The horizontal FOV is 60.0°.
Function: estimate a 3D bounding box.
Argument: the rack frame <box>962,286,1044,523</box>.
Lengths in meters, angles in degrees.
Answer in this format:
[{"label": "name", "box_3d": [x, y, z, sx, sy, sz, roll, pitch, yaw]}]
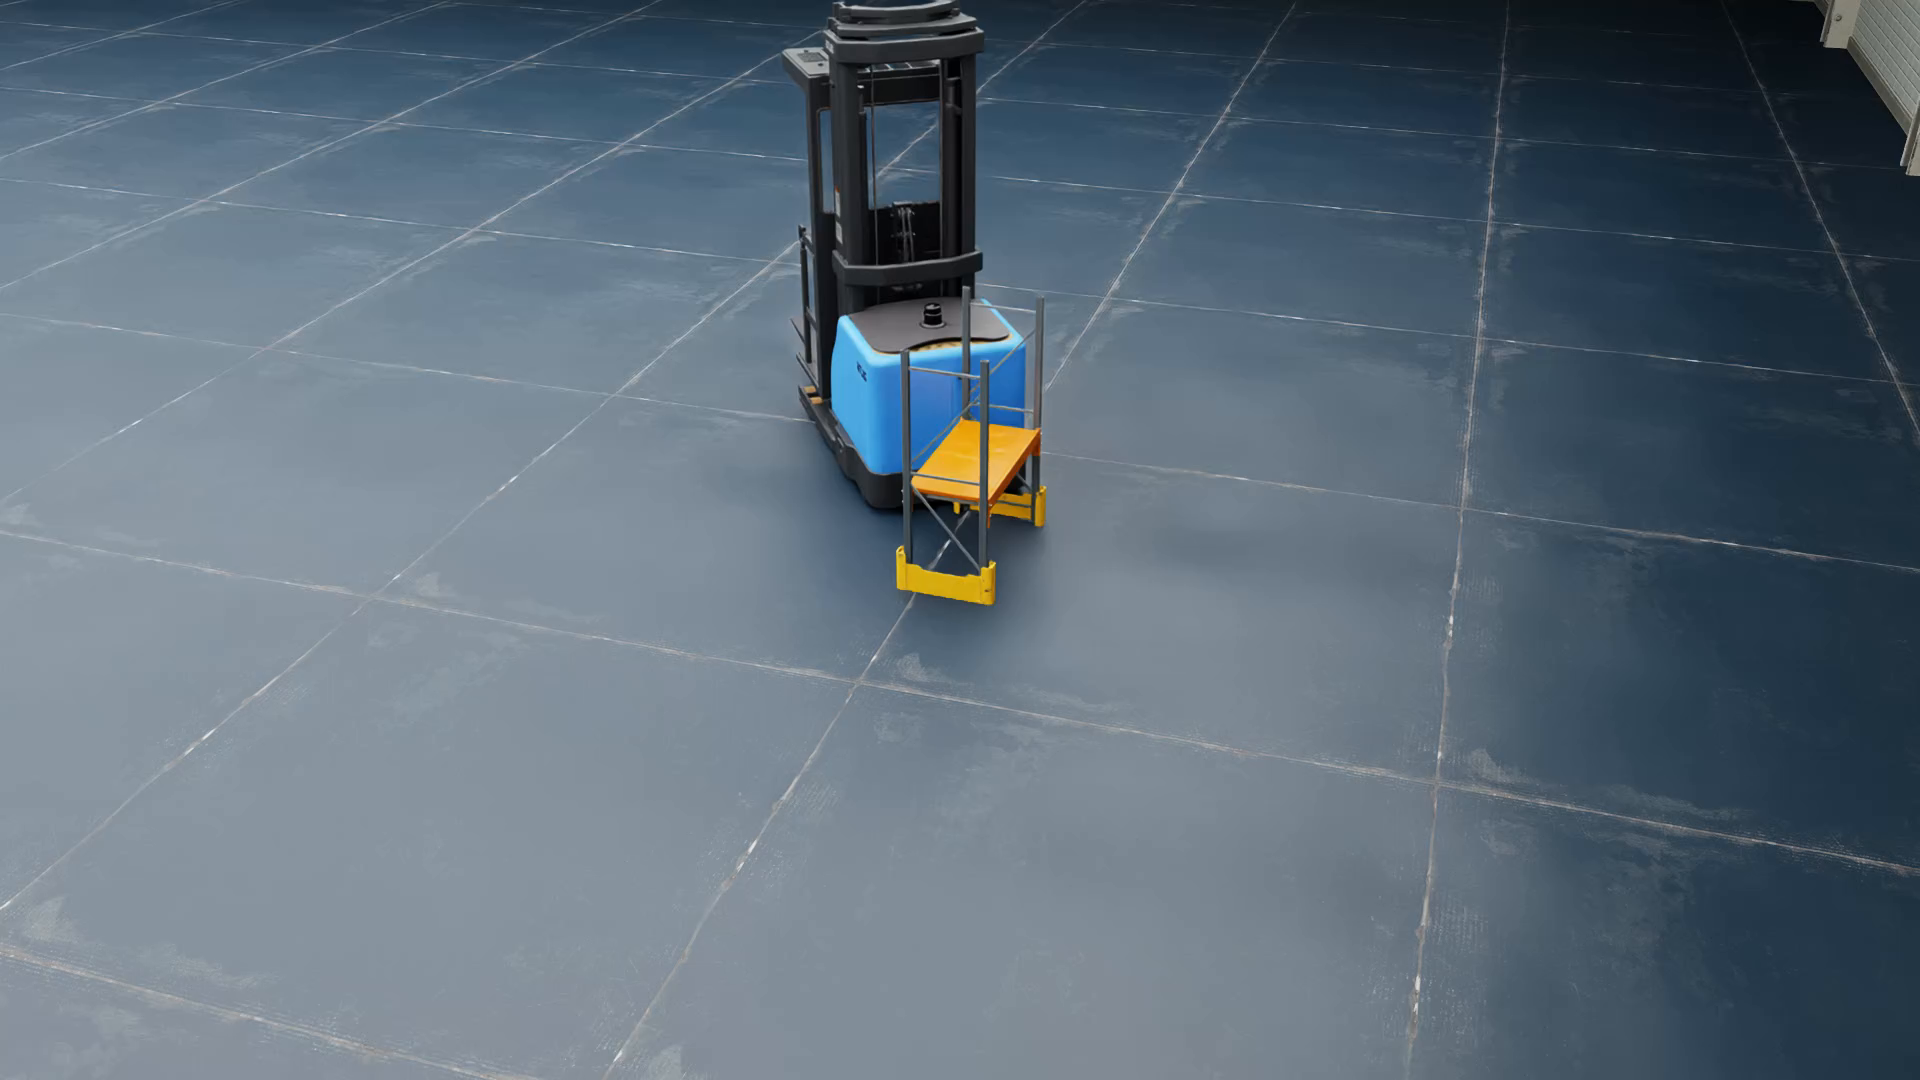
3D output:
[{"label": "rack frame", "box_3d": [0.253, -0.805, 10.154, 0.500, 1.500, 0.032, 10, 31, 17]}]

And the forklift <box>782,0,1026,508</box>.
[{"label": "forklift", "box_3d": [-0.518, -2.181, 11.156, 1.130, 2.935, 3.031, -9, 30, -16]}]

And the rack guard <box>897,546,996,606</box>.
[{"label": "rack guard", "box_3d": [-0.082, 0.207, 9.621, 0.587, 0.250, 0.087, 10, 31, 17]}]

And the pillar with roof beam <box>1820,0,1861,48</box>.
[{"label": "pillar with roof beam", "box_3d": [7.492, -11.123, 20.987, 9.100, 9.000, 0.400, 8, 30, 15]}]

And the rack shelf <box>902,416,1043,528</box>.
[{"label": "rack shelf", "box_3d": [0.085, -0.415, 9.823, 0.538, 0.185, 1.000, 10, 31, 17]}]

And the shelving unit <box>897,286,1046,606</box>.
[{"label": "shelving unit", "box_3d": [0.083, -0.568, 9.728, 0.587, 1.500, 1.083, 10, 31, 17]}]

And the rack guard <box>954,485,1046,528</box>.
[{"label": "rack guard", "box_3d": [0.247, -0.250, 10.442, 0.587, 0.250, 0.087, 10, 31, 17]}]

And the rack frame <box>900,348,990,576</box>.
[{"label": "rack frame", "box_3d": [-0.082, -0.339, 9.316, 0.500, 1.500, 0.032, 10, 31, 17]}]

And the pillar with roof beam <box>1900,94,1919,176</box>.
[{"label": "pillar with roof beam", "box_3d": [5.731, -8.334, 15.975, 9.100, 9.000, 0.400, 8, 30, 15]}]
